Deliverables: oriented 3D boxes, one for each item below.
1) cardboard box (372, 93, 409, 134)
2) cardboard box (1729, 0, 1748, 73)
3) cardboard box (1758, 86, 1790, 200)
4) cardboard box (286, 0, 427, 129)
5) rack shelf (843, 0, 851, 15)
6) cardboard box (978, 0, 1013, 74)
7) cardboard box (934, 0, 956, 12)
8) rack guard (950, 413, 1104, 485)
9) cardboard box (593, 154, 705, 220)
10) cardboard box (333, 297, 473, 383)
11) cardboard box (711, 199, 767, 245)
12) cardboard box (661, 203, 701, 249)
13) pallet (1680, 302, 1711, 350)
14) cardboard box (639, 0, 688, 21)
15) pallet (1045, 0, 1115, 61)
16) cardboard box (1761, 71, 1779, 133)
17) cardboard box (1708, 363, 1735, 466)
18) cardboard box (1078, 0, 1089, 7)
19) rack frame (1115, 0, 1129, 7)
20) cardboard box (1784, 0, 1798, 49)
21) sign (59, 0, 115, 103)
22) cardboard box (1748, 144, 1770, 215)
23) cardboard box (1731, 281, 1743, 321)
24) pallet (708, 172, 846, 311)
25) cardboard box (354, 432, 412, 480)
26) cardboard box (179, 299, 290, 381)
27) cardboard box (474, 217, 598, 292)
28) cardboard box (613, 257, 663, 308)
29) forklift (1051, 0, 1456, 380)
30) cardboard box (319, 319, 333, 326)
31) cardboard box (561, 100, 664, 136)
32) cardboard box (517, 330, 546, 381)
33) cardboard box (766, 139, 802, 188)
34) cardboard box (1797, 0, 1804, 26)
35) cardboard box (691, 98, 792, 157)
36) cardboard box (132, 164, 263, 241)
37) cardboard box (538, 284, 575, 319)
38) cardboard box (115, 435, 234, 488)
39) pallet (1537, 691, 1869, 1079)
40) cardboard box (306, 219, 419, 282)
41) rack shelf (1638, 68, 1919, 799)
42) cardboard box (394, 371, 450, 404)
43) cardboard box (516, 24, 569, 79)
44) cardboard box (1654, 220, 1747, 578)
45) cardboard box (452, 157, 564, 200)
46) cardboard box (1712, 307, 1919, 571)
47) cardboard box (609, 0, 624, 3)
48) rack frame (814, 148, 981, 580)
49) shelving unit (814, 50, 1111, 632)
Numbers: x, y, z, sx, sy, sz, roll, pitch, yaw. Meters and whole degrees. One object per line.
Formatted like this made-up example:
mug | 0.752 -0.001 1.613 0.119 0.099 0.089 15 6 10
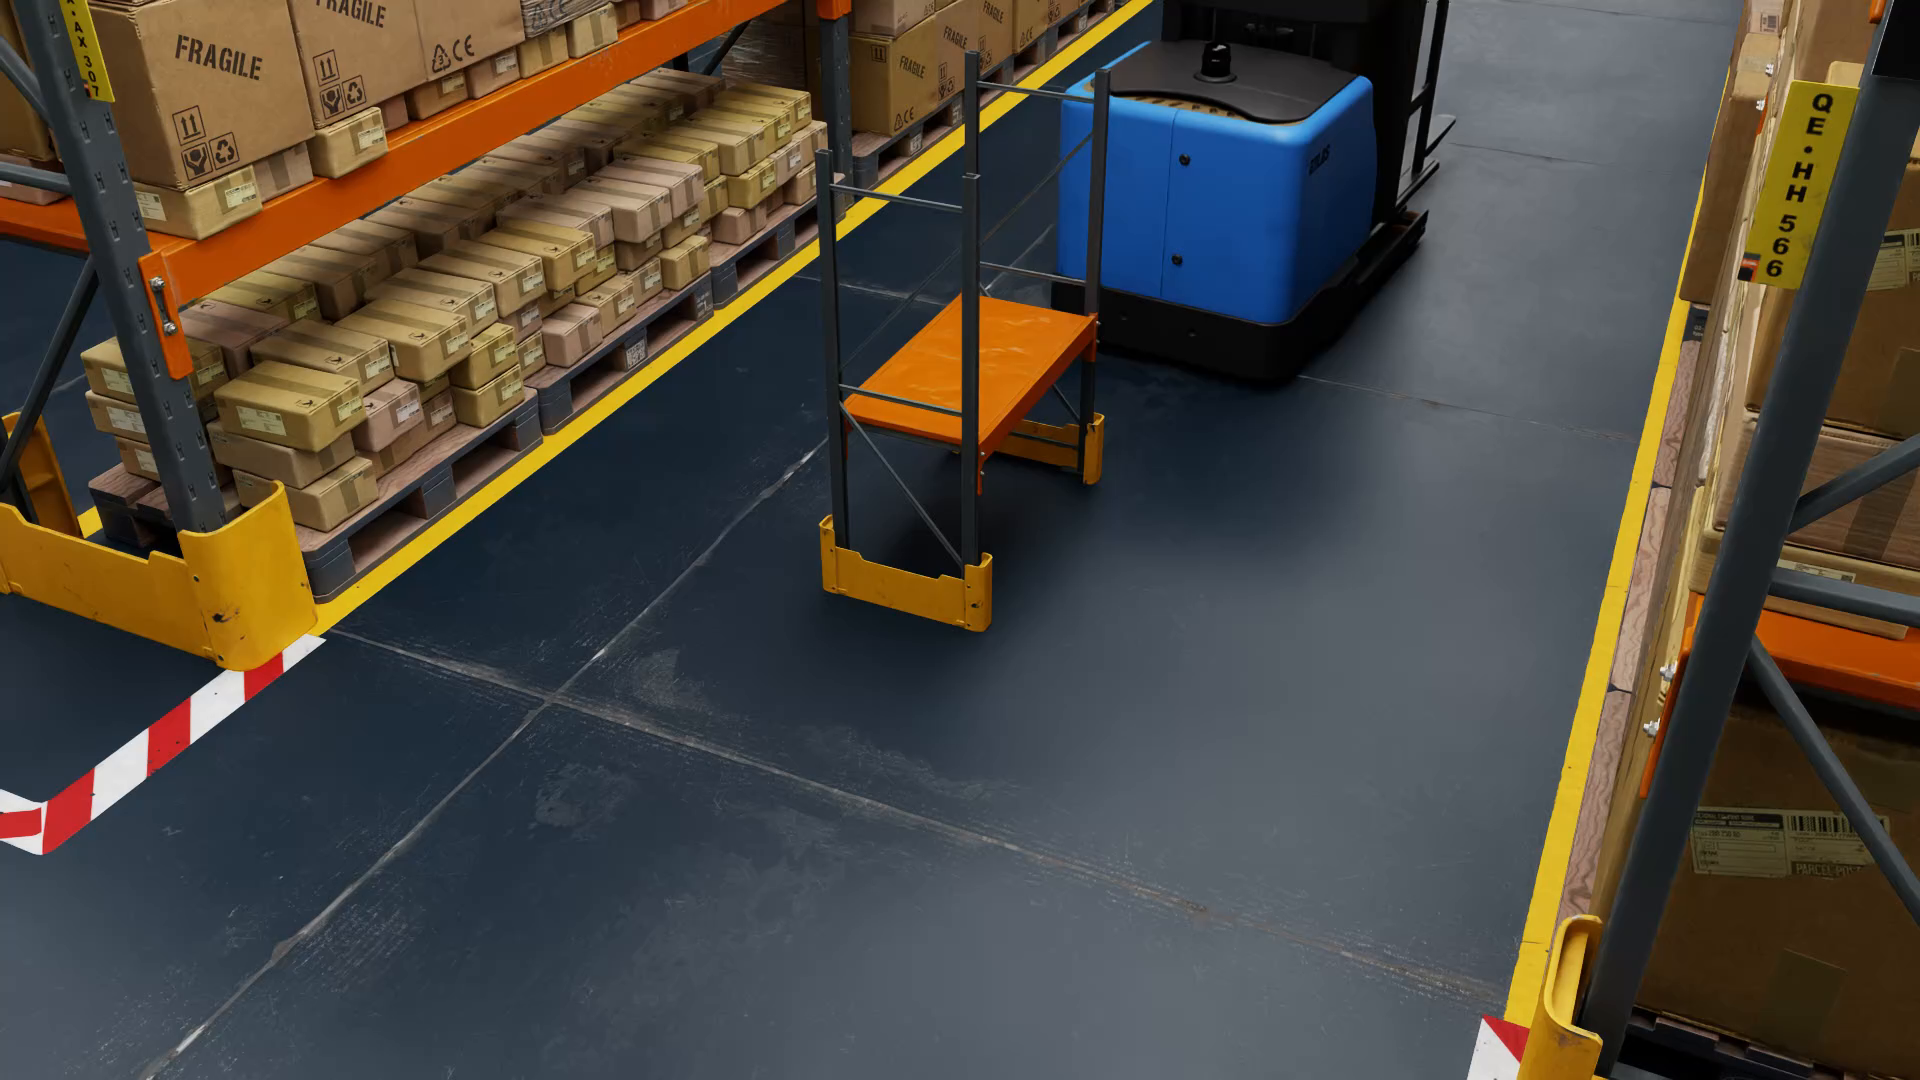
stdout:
cardboard box | -2.032 -1.417 5.405 0.380 0.149 0.250 16 36 23
cardboard box | 4.823 -2.762 8.781 1.225 0.875 0.875 13 35 18
cardboard box | 2.385 -0.960 4.344 0.500 0.250 0.500 14 36 21
cardboard box | -2.040 -1.616 5.117 0.500 0.500 0.500 14 36 21
rack shelf | -0.169 -3.705 9.321 1.077 0.370 4.000 14 36 20
cardboard box | -0.029 -2.975 9.448 0.500 0.500 0.500 15 36 21
cardboard box | -0.236 -3.027 8.843 0.500 0.250 0.500 15 36 22
rack guard | 0.240 -0.391 6.118 0.587 0.250 0.087 14 36 20
cardboard box | -1.295 -1.476 6.939 0.380 0.149 0.250 12 35 18
cardboard box | -1.924 -0.694 5.747 0.380 0.149 0.250 14 36 20
cardboard box | -1.097 -1.463 7.463 0.380 0.149 0.250 13 35 19
cardboard box | -1.330 -1.379 7.063 0.380 0.149 0.250 15 36 22
pallet | 3.711 -1.057 7.170 1.003 0.211 1.213 14 36 20
cardboard box | -1.304 -2.171 6.555 0.380 0.149 0.250 13 35 18
pallet | 0.340 -3.447 10.814 1.003 0.211 1.213 14 36 20
cardboard box | 2.812 -1.383 5.353 0.380 0.149 0.250 15 36 22
cardboard box | 1.847 -0.233 3.598 0.380 0.149 0.250 14 36 21
cardboard box | 0.630 -3.745 10.622 0.500 0.500 0.500 14 36 20
rack frame | 0.668 -5.002 10.643 1.000 3.000 0.127 14 36 20
cardboard box | 3.023 -1.709 5.487 0.500 0.250 0.500 14 36 20
sign | -2.186 -1.255 4.139 0.100 0.325 0.005 14 36 20
cardboard box | 2.489 -1.000 4.768 0.380 0.149 0.250 15 36 21
cardboard box | 2.167 -0.616 4.182 0.380 0.149 0.250 14 36 21
pallet | -1.254 -1.501 7.847 1.003 0.211 1.213 14 36 20
cardboard box | -2.134 -0.338 5.746 0.380 0.149 0.250 14 36 20
cardboard box | -2.531 -0.684 5.731 0.380 0.149 0.250 15 36 21
cardboard box | -1.619 -1.093 6.355 0.380 0.149 0.250 15 36 21
cardboard box | -1.463 -1.090 6.893 0.380 0.149 0.250 15 36 21
forklift | 1.555 -2.639 7.102 1.130 2.935 3.031 18 37 25
cardboard box | -2.502 -0.713 6.047 0.380 0.149 0.250 13 35 19
cardboard box | -1.568 -1.857 7.521 0.380 0.149 0.250 14 36 20
cardboard box | -1.810 -0.714 6.320 0.380 0.149 0.250 14 36 21
cardboard box | -0.951 -1.750 7.629 0.380 0.149 0.250 12 35 18
cardboard box | 2.811 -1.773 4.901 0.500 0.500 0.500 14 36 20
cardboard box | -0.989 -1.869 7.539 0.380 0.149 0.250 15 36 21
cardboard box | -2.246 -0.999 4.767 0.380 0.149 0.250 14 36 20
cardboard box | -1.732 -0.995 6.477 0.380 0.149 0.250 16 37 23
cardboard box | -2.648 -0.311 5.706 0.380 0.149 0.250 15 36 21
pallet | 2.047 0.921 4.154 1.003 0.211 1.213 14 36 20
cardboard box | -2.310 -1.103 6.371 0.380 0.149 0.250 16 36 22
rack shelf | 2.620 -0.525 4.471 1.077 0.370 4.000 14 36 20
cardboard box | -2.039 -0.593 5.865 0.380 0.149 0.250 15 36 21
cardboard box | -1.640 -1.787 5.969 0.380 0.149 0.250 16 36 22
cardboard box | 2.732 -0.350 5.103 0.875 0.875 0.875 14 36 20
cardboard box | -1.876 -1.459 6.914 0.380 0.149 0.250 13 35 19
cardboard box | 1.745 -0.193 3.175 0.500 0.250 0.500 14 36 20
cardboard box | -1.379 -2.365 6.258 0.500 0.500 0.500 14 36 20
rack frame | -0.177 -0.417 5.017 0.500 1.500 0.032 14 36 20
shelving unit | 0.032 -0.665 5.397 0.587 1.500 1.083 14 36 20
